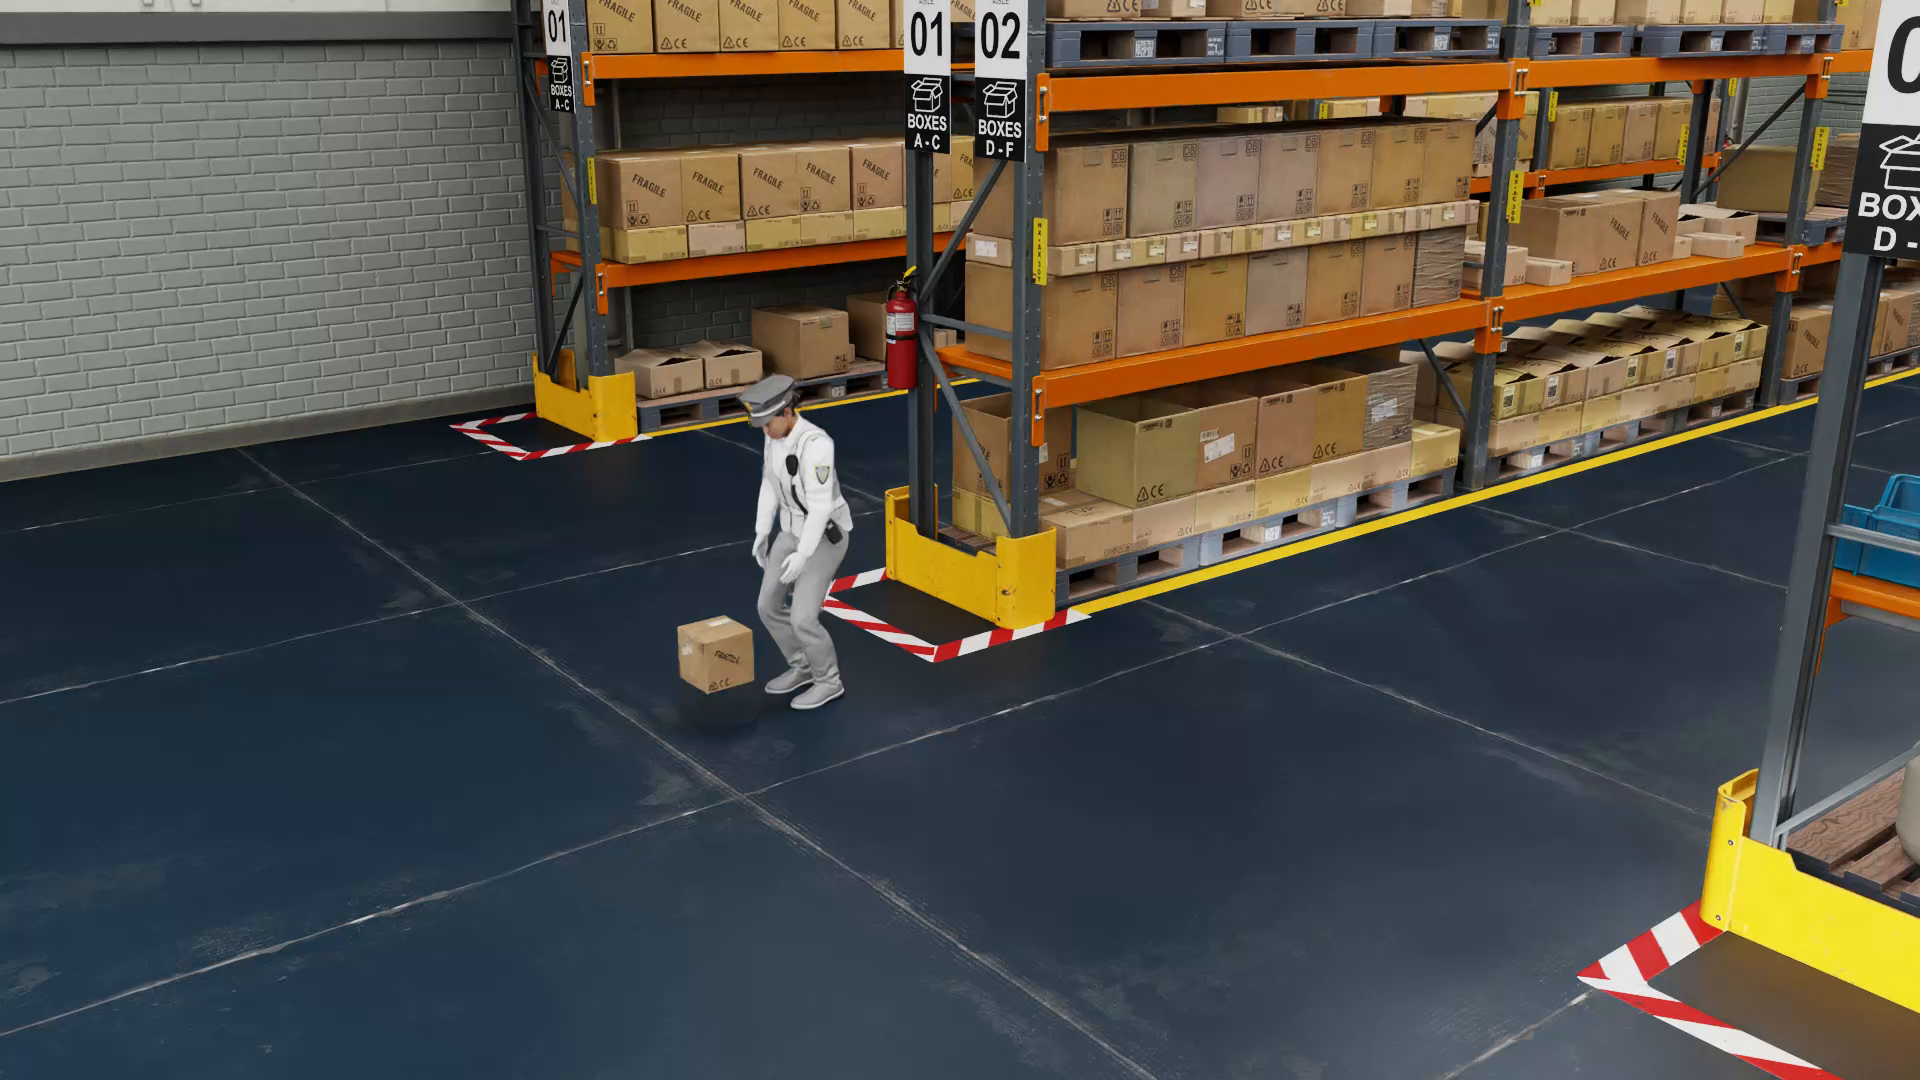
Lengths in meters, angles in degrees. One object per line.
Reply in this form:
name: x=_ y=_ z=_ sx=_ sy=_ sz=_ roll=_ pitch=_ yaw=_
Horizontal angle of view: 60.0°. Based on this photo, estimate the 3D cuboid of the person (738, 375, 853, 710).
person: x=-0.747 y=0.010 z=7.687 sx=0.526 sy=1.576 sz=0.516 roll=-13 pitch=22 yaw=-35
